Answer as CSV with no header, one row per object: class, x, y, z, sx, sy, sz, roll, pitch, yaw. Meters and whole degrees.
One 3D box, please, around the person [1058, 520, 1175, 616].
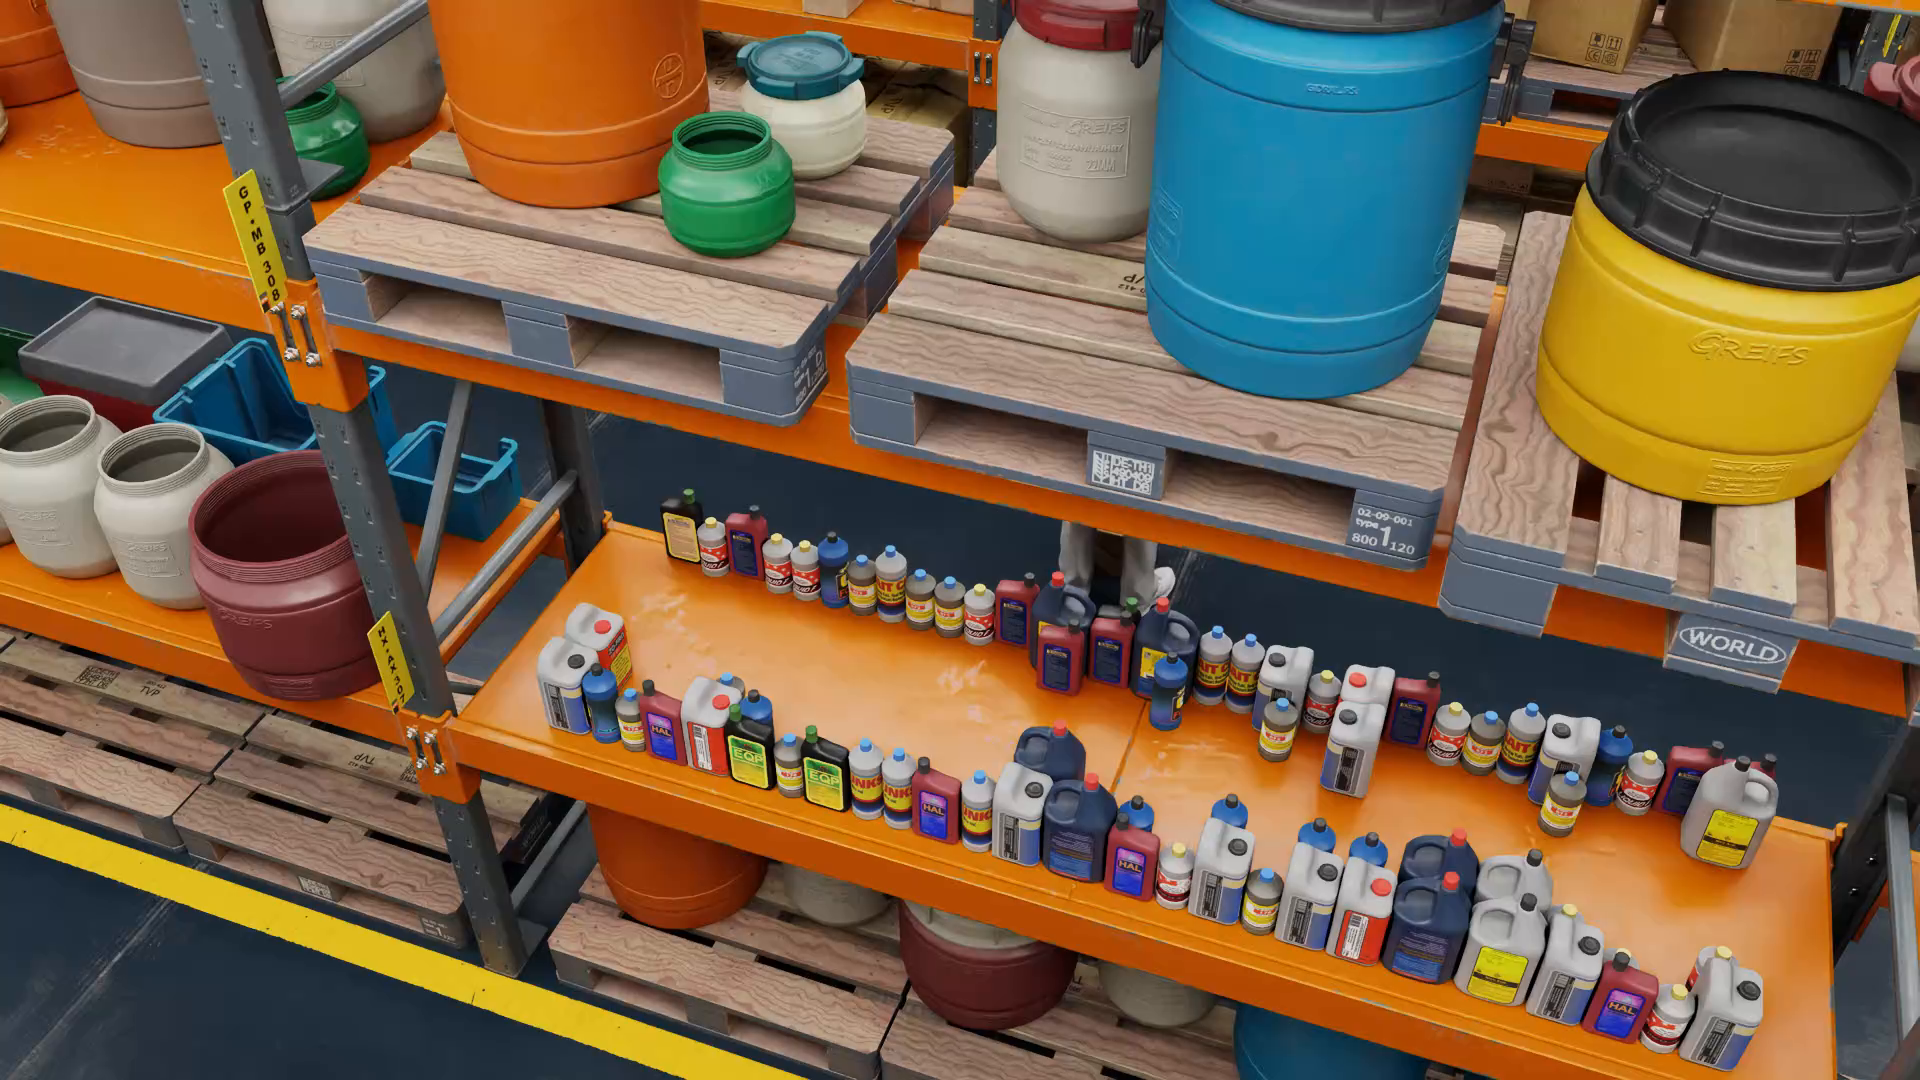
person,0.608,-0.434,6.671,0.646,1.772,0.429,11,42,13
